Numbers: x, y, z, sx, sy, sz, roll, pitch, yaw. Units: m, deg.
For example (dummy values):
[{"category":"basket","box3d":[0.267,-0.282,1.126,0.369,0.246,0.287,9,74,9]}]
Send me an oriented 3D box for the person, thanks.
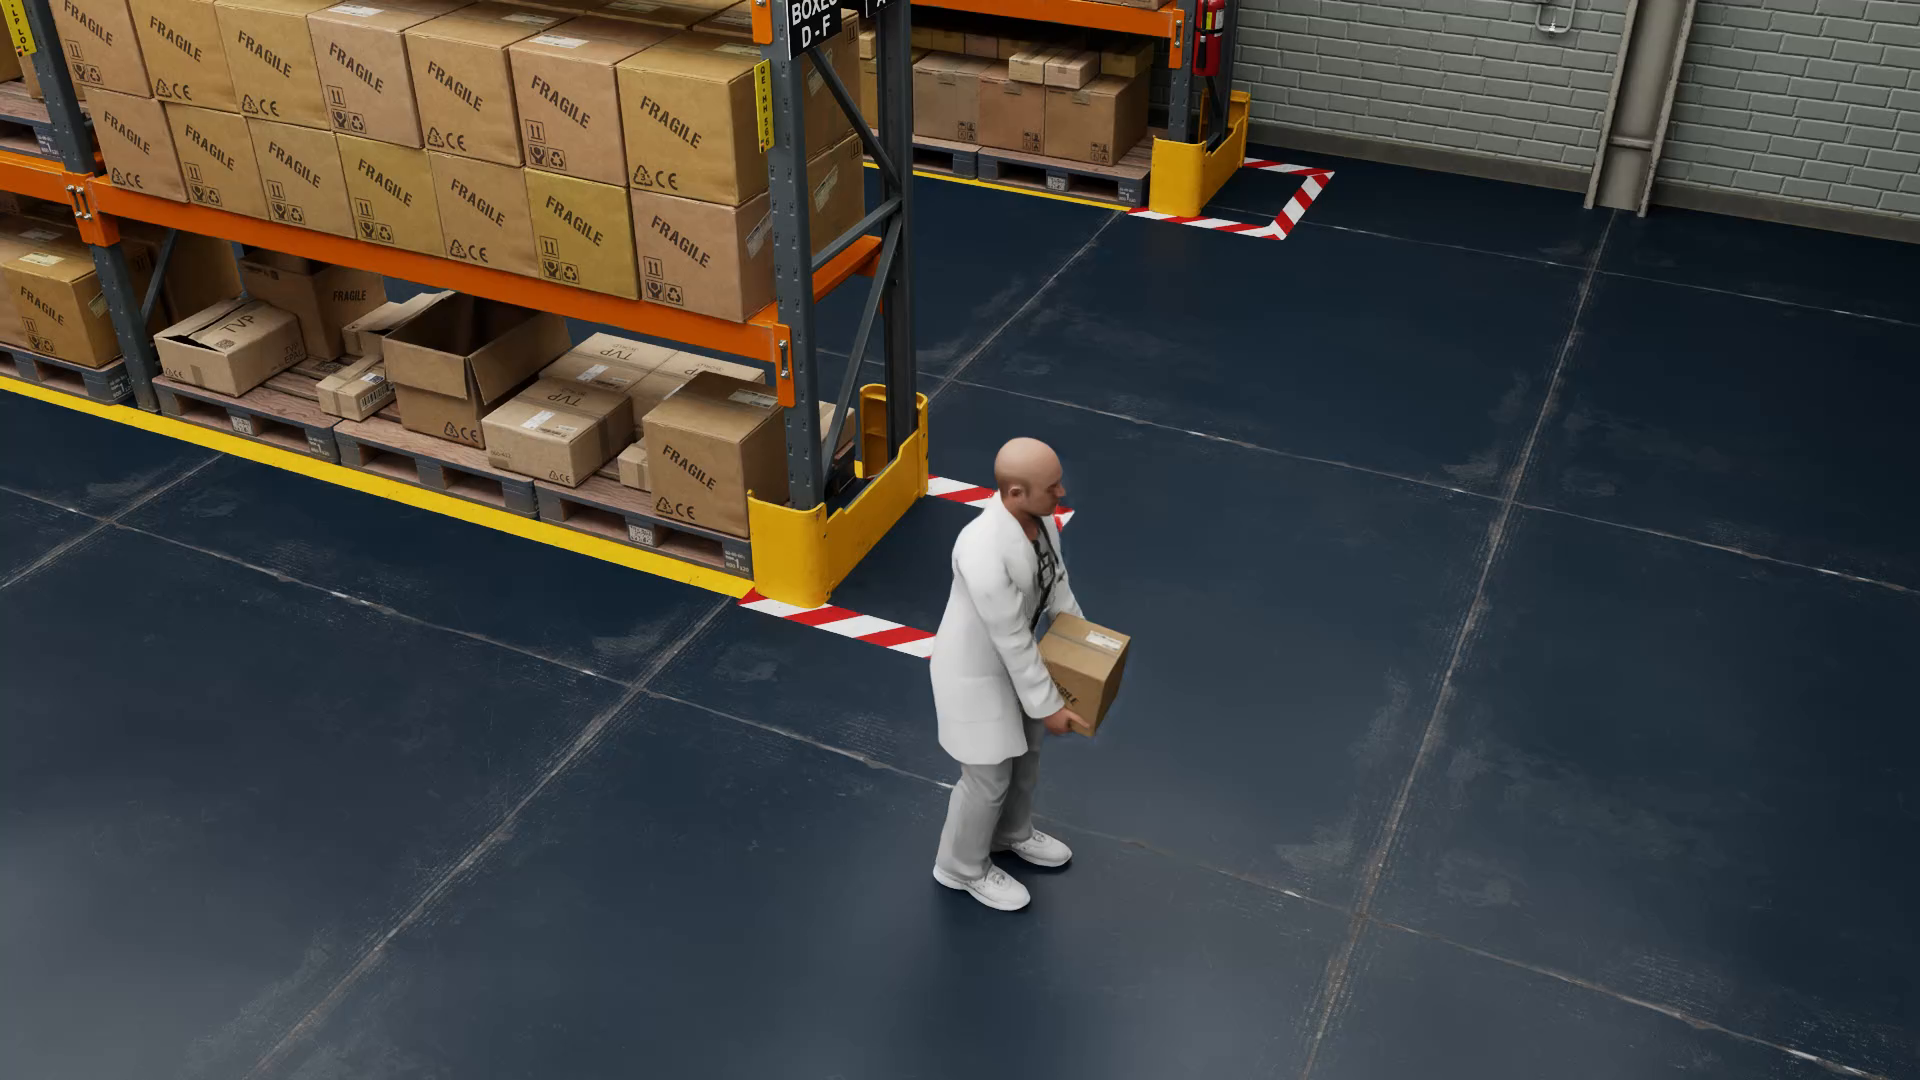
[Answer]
[{"category":"person","box3d":[0.200,0.453,5.476,0.582,1.770,0.529,14,36,20]}]
